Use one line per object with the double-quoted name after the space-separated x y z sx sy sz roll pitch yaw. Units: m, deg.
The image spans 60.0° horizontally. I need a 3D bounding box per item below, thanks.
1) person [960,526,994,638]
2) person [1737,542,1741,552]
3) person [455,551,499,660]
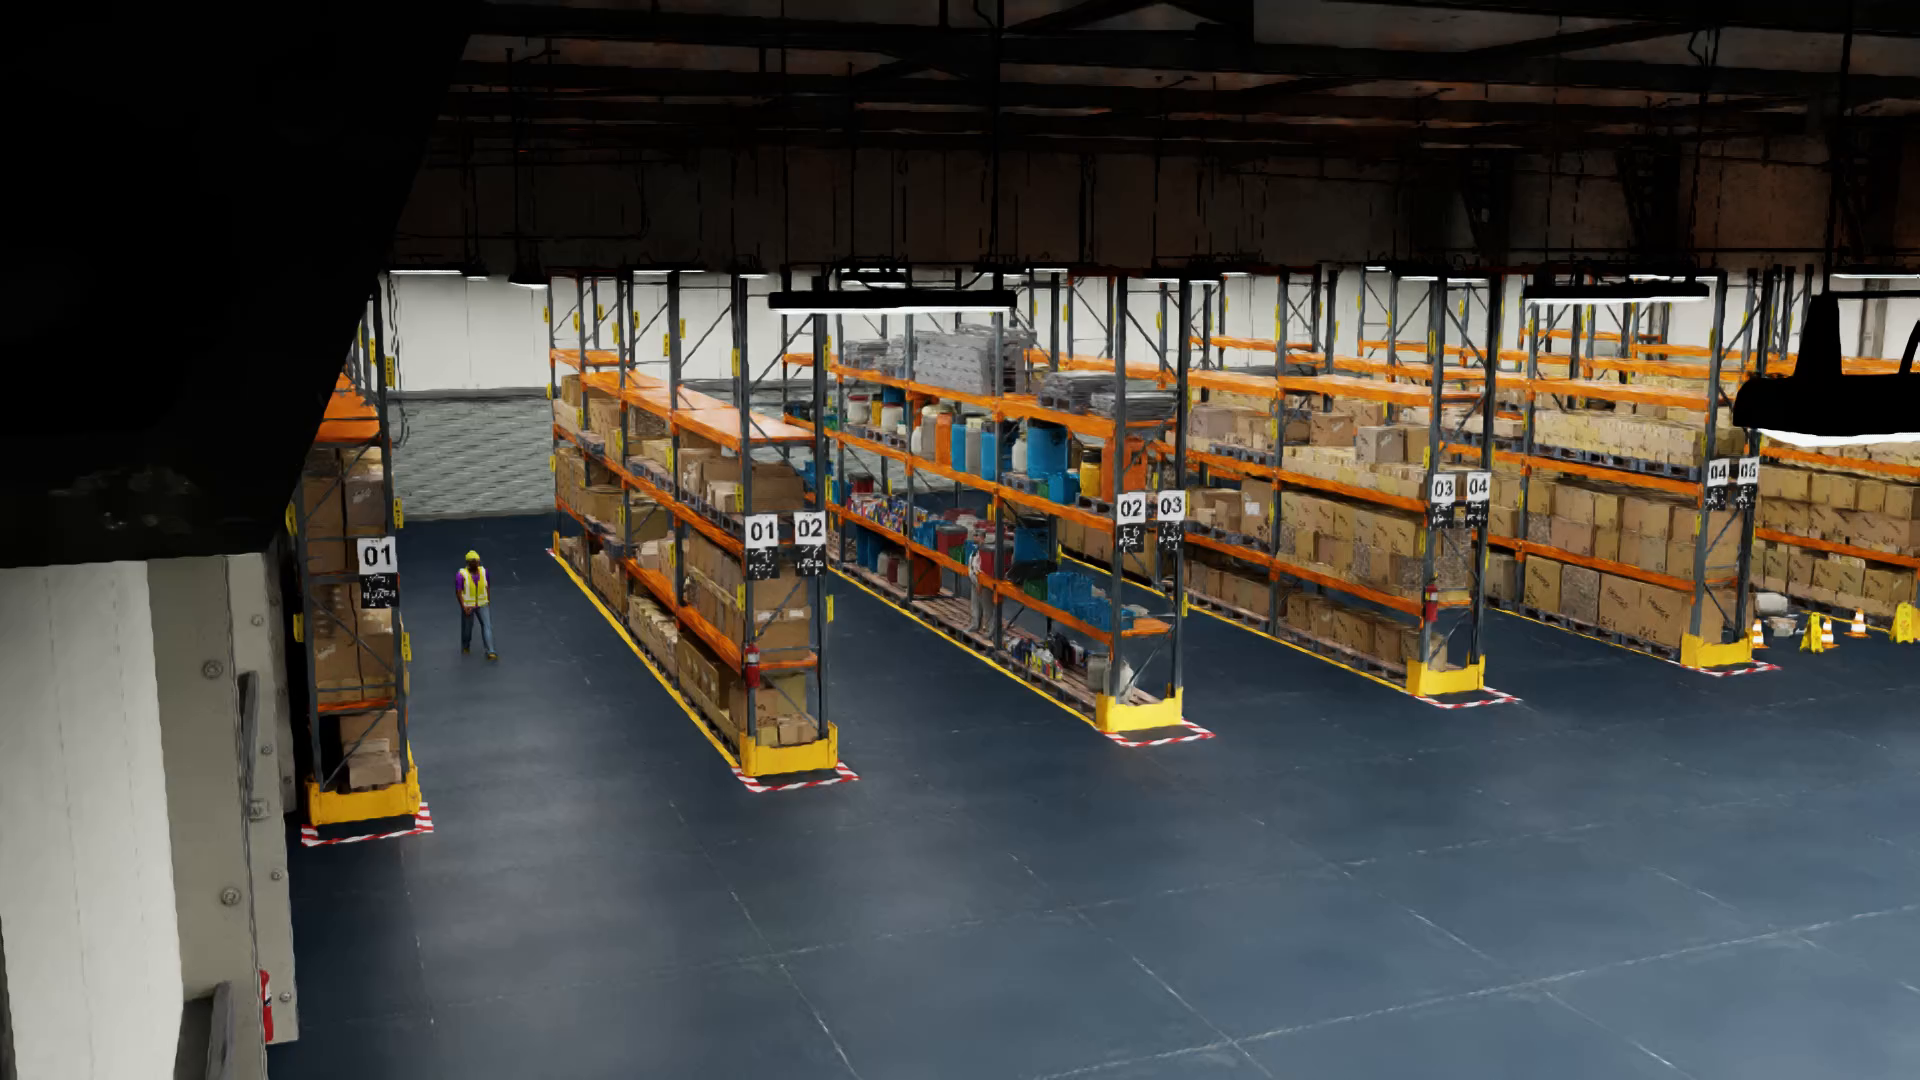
0.302 0.657 26.545 0.558 1.750 0.636 -2 10 -11 "person"
15.848 -0.502 34.294 0.577 1.783 0.662 1 10 8 "person"
-7.571 1.003 25.924 0.571 1.708 1.033 -6 11 -29 "person"
